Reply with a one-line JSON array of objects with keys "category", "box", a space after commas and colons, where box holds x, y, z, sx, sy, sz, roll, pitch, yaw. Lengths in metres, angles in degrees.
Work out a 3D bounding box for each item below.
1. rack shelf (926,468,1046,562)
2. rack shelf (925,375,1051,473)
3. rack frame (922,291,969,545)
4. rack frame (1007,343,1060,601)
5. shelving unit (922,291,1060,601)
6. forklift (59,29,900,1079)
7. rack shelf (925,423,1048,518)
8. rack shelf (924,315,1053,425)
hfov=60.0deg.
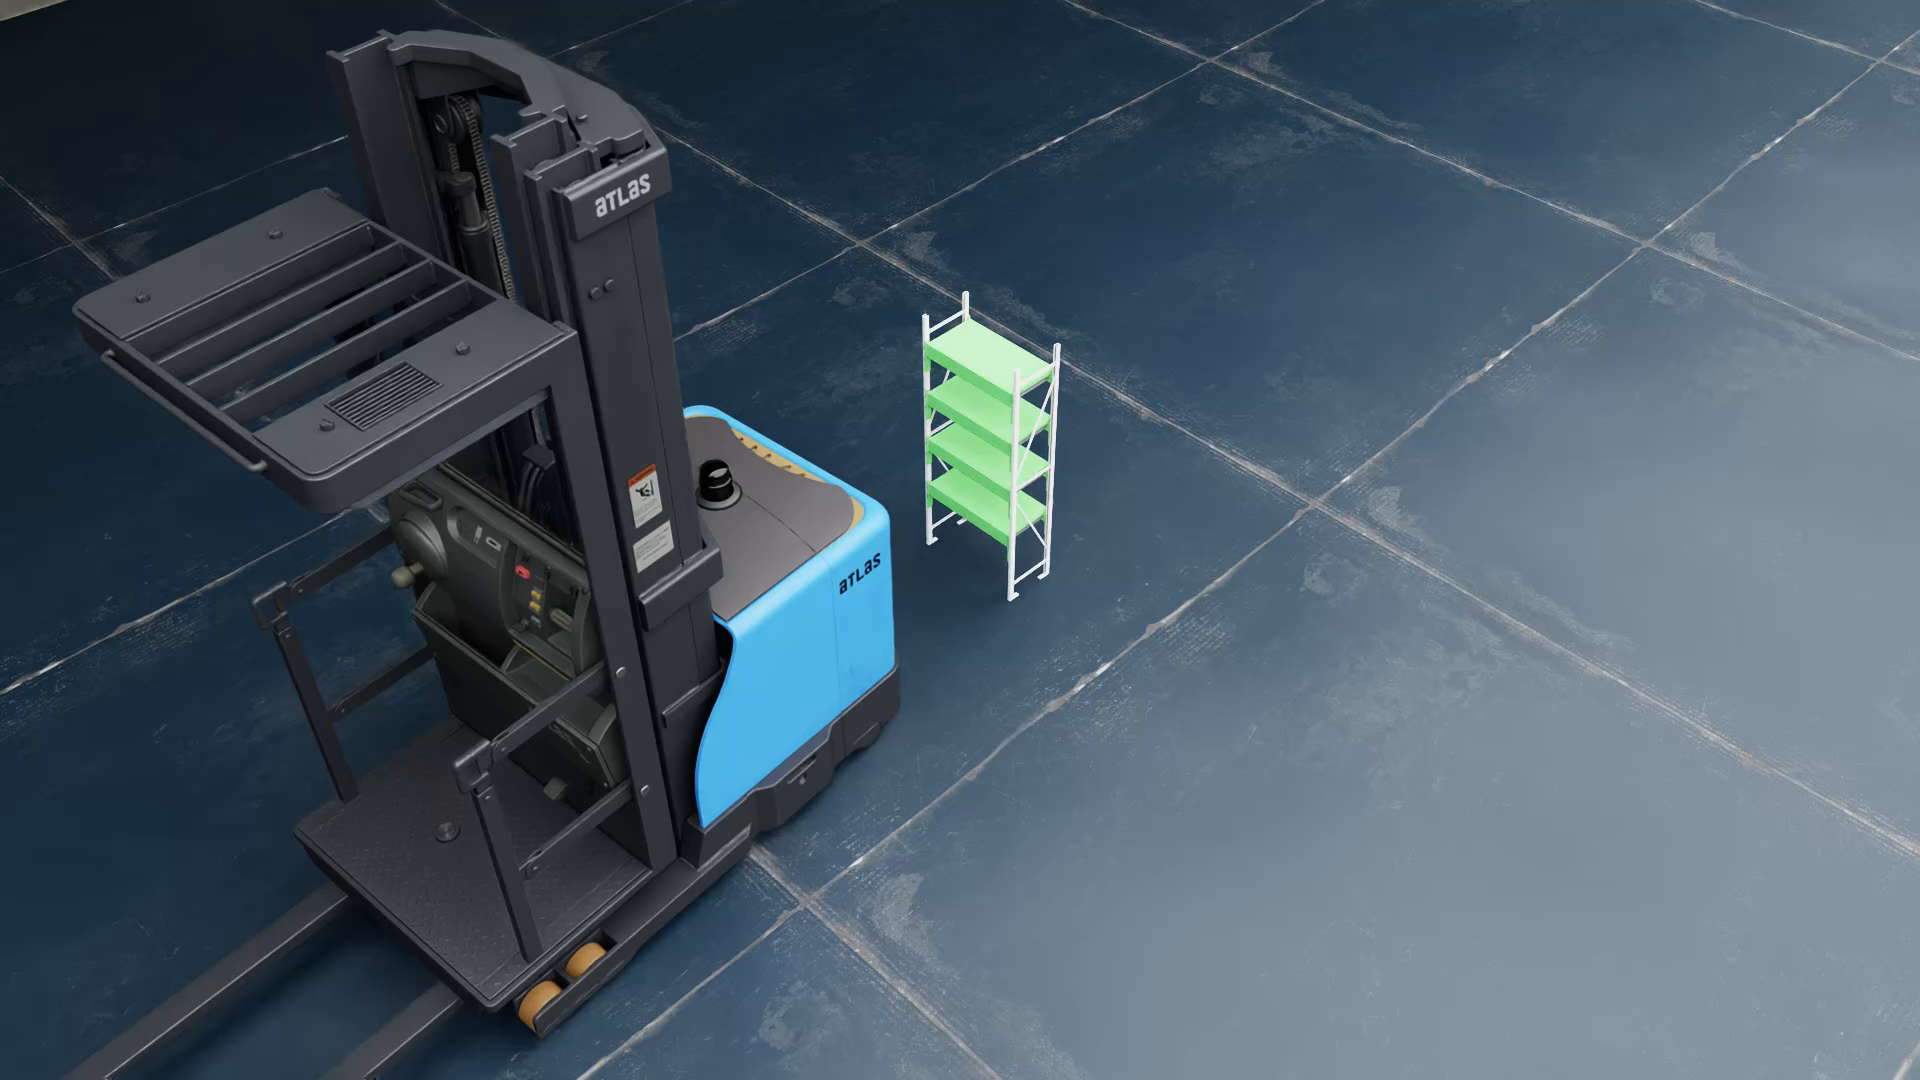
[{"category": "rack shelf", "box": [0.117, -0.138, 6.963, 0.258, 0.148, 0.480, -34, 53, -31]}, {"category": "rack shelf", "box": [0.117, -0.490, 6.637, 0.258, 0.148, 0.480, -34, 53, -31]}, {"category": "rack frame", "box": [-0.055, -0.478, 6.884, 0.240, 1.200, 0.015, -34, 53, -31]}, {"category": "rack frame", "box": [0.289, -0.244, 6.630, 0.240, 1.200, 0.015, -34, 53, -31]}, {"category": "shelving unit", "box": [0.117, -0.361, 6.757, 0.258, 1.200, 0.503, -34, 53, -31]}, {"category": "forklift", "box": [-1.565, 0.156, 4.922, 1.130, 2.935, 3.031, 30, 50, 28]}, {"category": "rack shelf", "box": [0.117, -0.314, 6.800, 0.258, 0.148, 0.480, -34, 53, -31]}, {"category": "rack shelf", "box": [0.117, -0.667, 6.474, 0.258, 0.148, 0.480, -34, 53, -31]}]
